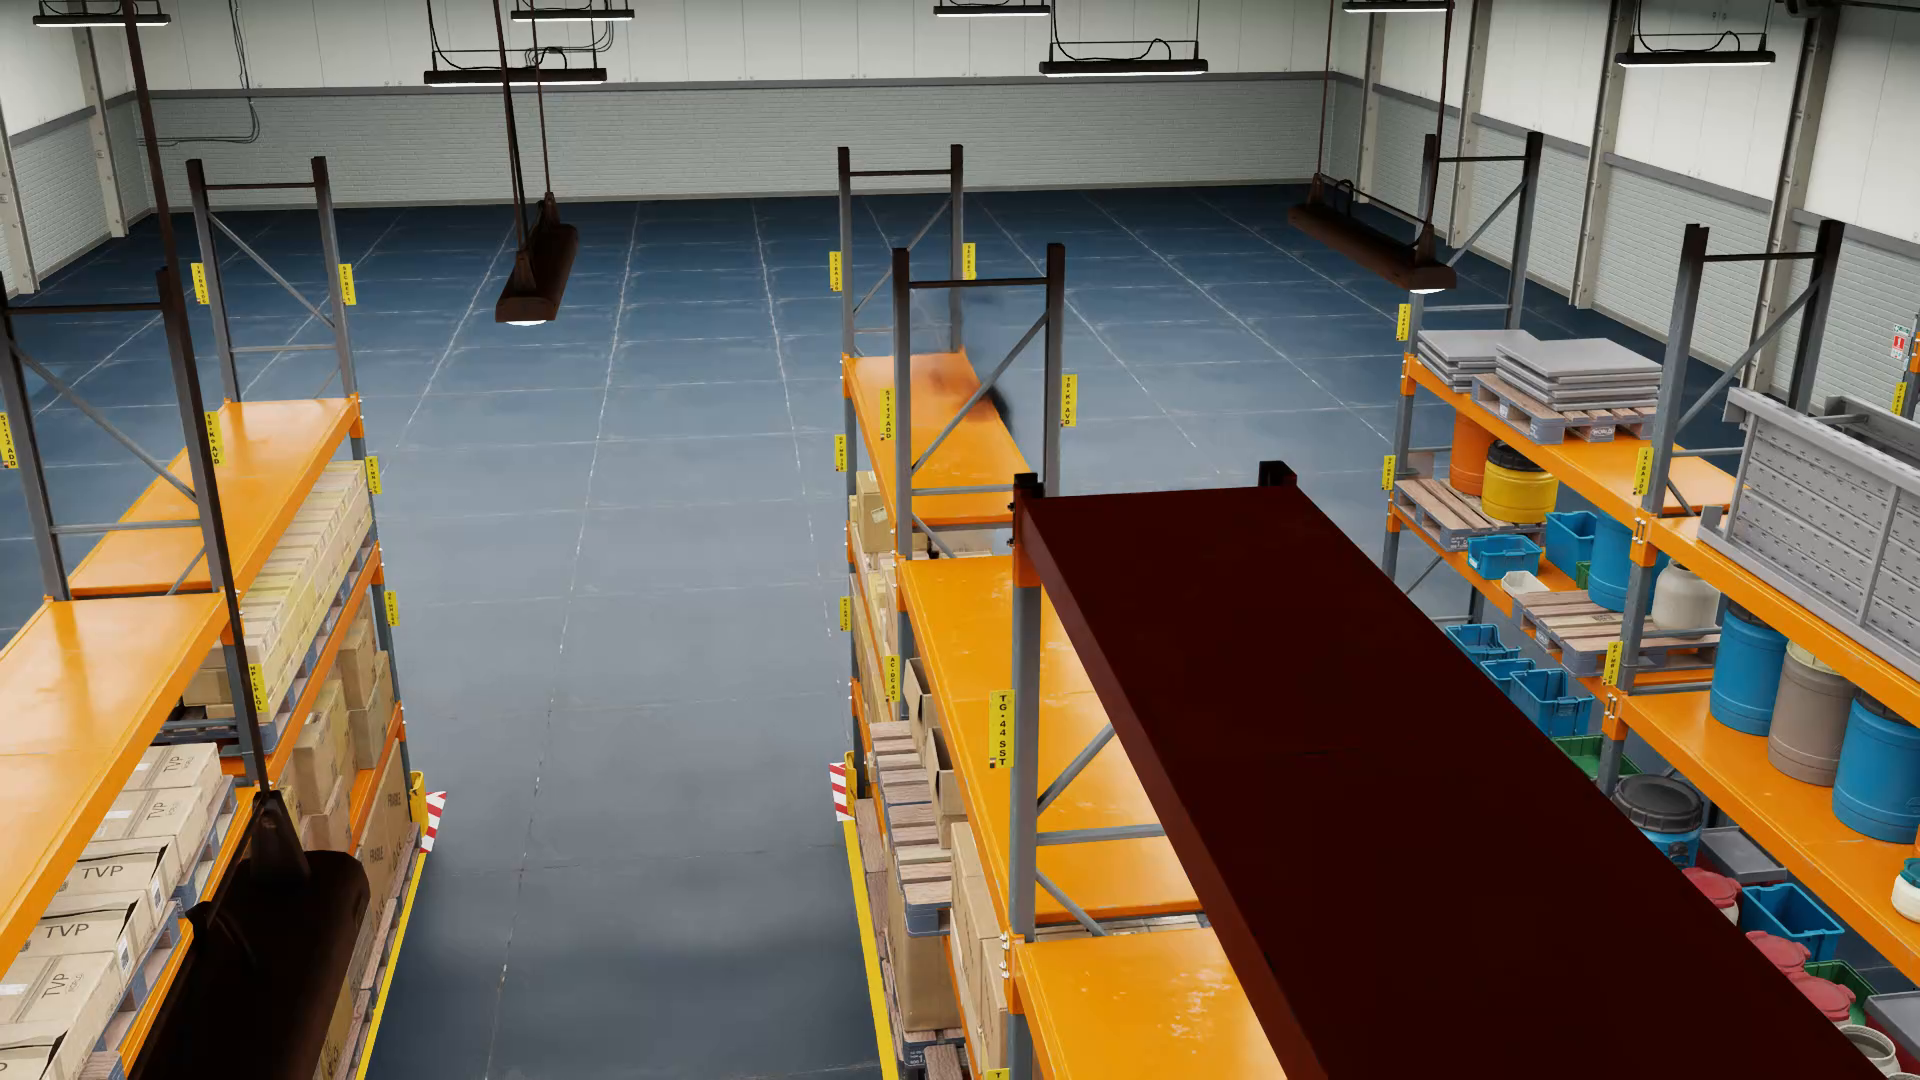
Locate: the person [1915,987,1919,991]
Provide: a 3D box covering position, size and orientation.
[{"bbox_3d":[7.154,2.881,11.942,0.710,1.747,0.968,-5,22,-12],"label":"person"}]
